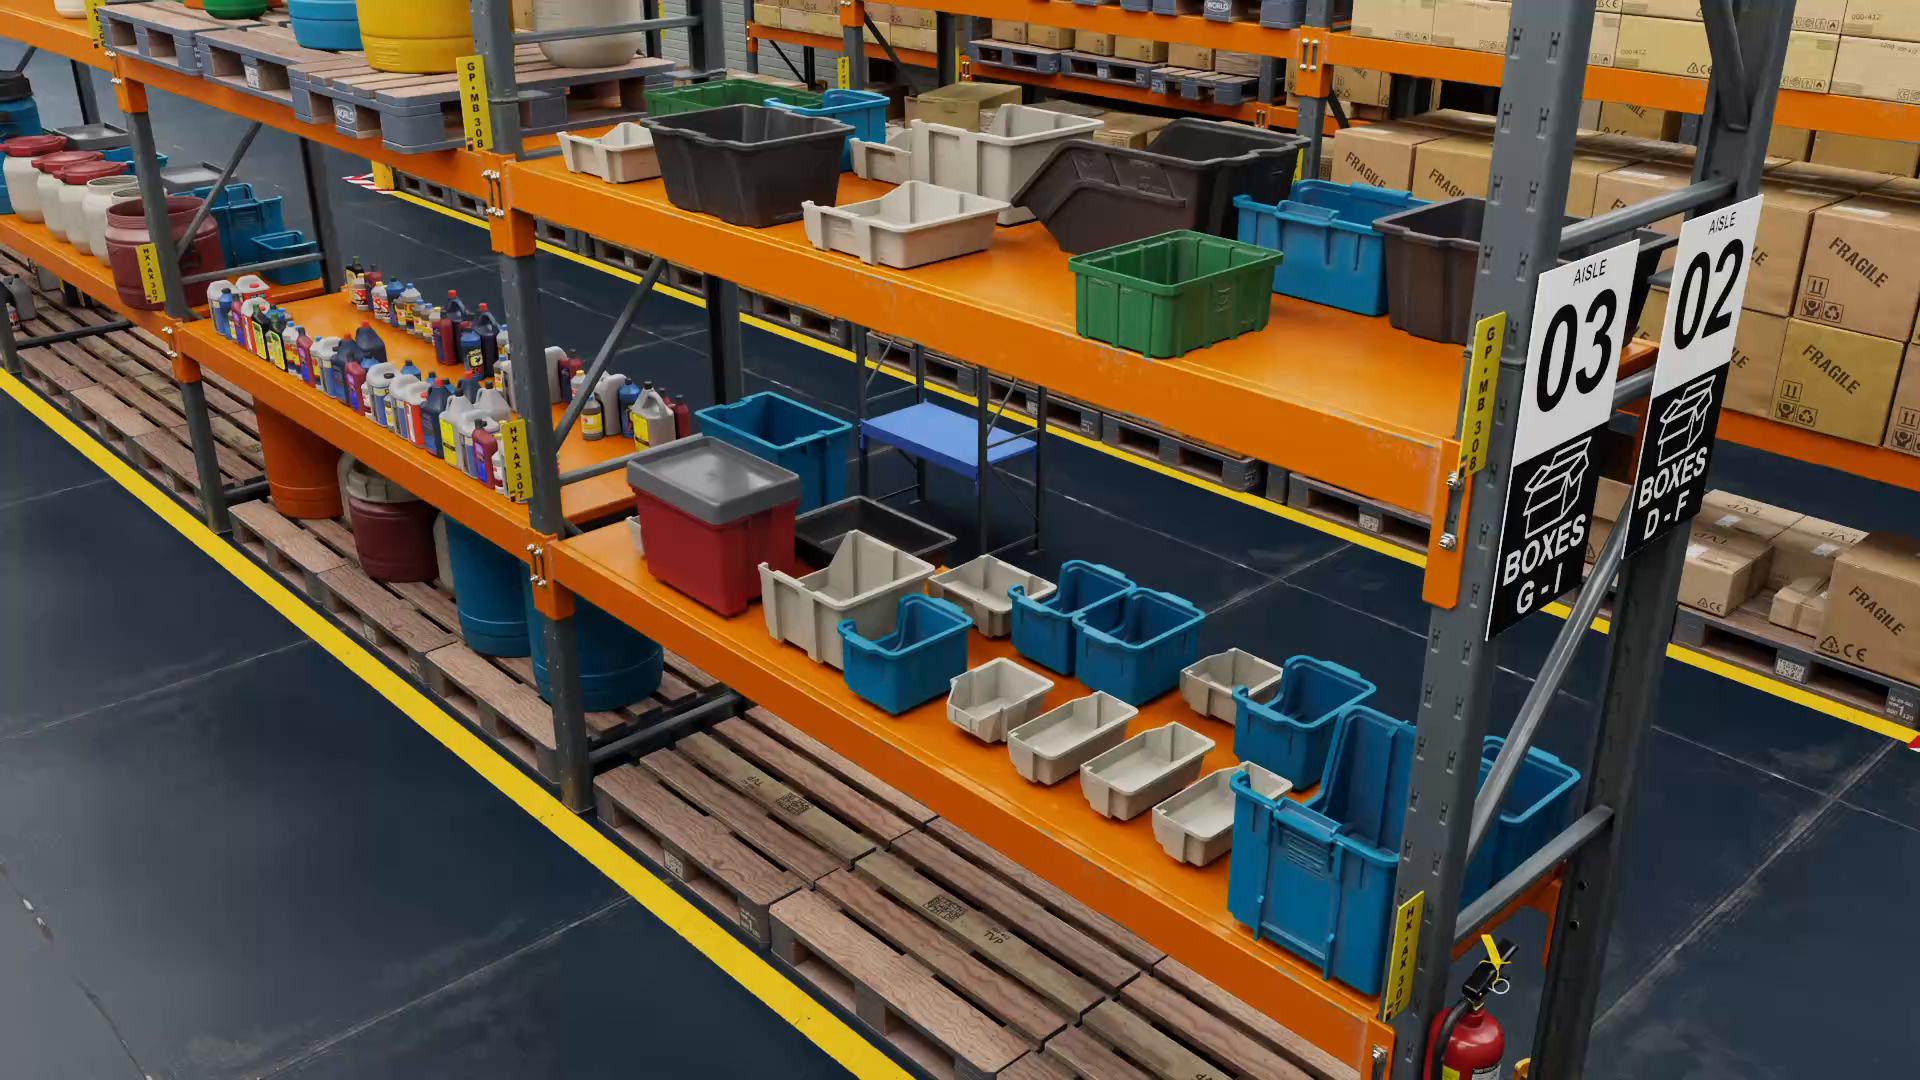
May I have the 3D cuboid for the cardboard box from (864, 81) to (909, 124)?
[{"bbox_3d":[-1.030,-5.201,20.019,0.500,0.500,0.700,21,32,39],"label":"cardboard box"}]

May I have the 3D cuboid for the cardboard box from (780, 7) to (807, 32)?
[{"bbox_3d":[-1.824,-6.332,20.173,0.500,0.250,0.500,-22,33,-40],"label":"cardboard box"}]

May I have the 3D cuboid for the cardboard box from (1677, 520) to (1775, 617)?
[{"bbox_3d":[3.852,0.131,8.632,0.500,0.250,0.500,-21,32,-38],"label":"cardboard box"}]

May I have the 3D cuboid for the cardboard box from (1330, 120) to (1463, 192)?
[{"bbox_3d":[2.414,-2.018,9.235,0.500,0.500,0.500,-20,31,-37],"label":"cardboard box"}]

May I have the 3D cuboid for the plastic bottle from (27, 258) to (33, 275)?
[{"bbox_3d":[-7.873,-2.390,14.118,0.061,0.283,0.133,-21,32,-38],"label":"plastic bottle"}]

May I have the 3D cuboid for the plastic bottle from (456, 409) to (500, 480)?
[{"bbox_3d":[-2.076,-0.419,7.203,0.152,0.276,0.135,-21,32,-38],"label":"plastic bottle"}]

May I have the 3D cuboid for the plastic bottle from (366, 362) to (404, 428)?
[{"bbox_3d":[-2.671,-0.682,7.781,0.152,0.276,0.135,-21,32,-38],"label":"plastic bottle"}]

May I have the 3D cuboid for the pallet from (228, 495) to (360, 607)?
[{"bbox_3d":[-3.486,-0.053,9.611,1.003,0.211,1.213,-21,32,-38],"label":"pallet"}]

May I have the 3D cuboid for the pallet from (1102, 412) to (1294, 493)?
[{"bbox_3d":[1.714,-0.708,11.047,1.003,0.211,1.213,-21,32,-38],"label":"pallet"}]

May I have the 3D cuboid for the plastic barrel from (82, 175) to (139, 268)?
[{"bbox_3d":[-5.202,-1.978,10.337,0.421,0.512,0.421,0,25,0],"label":"plastic barrel"}]

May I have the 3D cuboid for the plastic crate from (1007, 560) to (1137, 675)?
[{"bbox_3d":[0.379,0.266,5.682,0.416,0.233,0.300,-21,32,-38],"label":"plastic crate"}]

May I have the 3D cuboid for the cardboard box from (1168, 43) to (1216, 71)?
[{"bbox_3d":[2.446,-4.906,16.239,0.500,0.500,0.700,20,31,37],"label":"cardboard box"}]

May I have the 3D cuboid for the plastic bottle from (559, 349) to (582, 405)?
[{"bbox_3d":[-1.867,-0.785,7.997,0.061,0.283,0.133,-21,32,-38],"label":"plastic bottle"}]

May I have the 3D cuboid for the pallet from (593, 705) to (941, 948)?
[{"bbox_3d":[-0.790,1.144,6.988,1.003,0.211,1.213,-21,32,-38],"label":"pallet"}]

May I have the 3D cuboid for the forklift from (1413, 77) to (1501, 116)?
[{"bbox_3d":[3.388,-2.731,12.205,1.130,2.935,3.031,-20,31,-37],"label":"forklift"}]

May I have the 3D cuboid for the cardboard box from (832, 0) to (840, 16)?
[{"bbox_3d":[-1.144,-6.371,19.354,0.500,0.500,0.500,-20,31,-37],"label":"cardboard box"}]

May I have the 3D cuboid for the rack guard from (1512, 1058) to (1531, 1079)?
[{"bbox_3d":[1.439,2.016,4.728,1.175,0.500,0.348,-21,32,-38],"label":"rack guard"}]

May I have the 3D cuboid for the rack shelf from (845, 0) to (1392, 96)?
[{"bbox_3d":[0.930,-3.384,10.807,1.077,0.370,4.000,-21,32,-38],"label":"rack shelf"}]

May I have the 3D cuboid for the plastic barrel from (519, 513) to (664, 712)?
[{"bbox_3d":[-1.681,0.257,7.594,0.600,0.901,0.708,-21,32,-38],"label":"plastic barrel"}]

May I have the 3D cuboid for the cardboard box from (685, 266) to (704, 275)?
[{"bbox_3d":[-2.025,-2.446,14.305,0.500,0.250,0.500,-20,32,-38],"label":"cardboard box"}]

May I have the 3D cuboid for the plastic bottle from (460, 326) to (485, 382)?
[{"bbox_3d":[-2.448,-0.938,8.348,0.097,0.271,0.097,0,25,0],"label":"plastic bottle"}]

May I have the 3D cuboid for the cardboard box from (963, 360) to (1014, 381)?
[{"bbox_3d":[0.367,-1.486,11.875,0.500,0.500,0.500,-22,32,-39],"label":"cardboard box"}]

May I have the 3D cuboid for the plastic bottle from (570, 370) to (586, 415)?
[{"bbox_3d":[-1.802,-0.707,7.926,0.097,0.201,0.097,0,25,0],"label":"plastic bottle"}]

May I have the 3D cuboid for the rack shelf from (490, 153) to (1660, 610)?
[{"bbox_3d":[0.046,-0.768,5.072,1.077,0.370,4.000,-21,32,-38],"label":"rack shelf"}]

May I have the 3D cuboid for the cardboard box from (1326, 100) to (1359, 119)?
[{"bbox_3d":[3.518,-3.905,14.974,0.380,0.149,0.250,-20,31,-37],"label":"cardboard box"}]

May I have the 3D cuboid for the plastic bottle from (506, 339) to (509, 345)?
[{"bbox_3d":[-2.210,-0.920,8.308,0.097,0.271,0.097,0,25,0],"label":"plastic bottle"}]

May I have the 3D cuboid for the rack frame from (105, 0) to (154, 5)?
[{"bbox_3d":[-4.055,-4.278,8.285,1.000,3.000,0.127,-21,32,-38],"label":"rack frame"}]

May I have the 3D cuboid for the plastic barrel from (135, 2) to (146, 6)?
[{"bbox_3d":[-4.458,-3.452,9.484,0.600,0.901,0.600,0,25,0],"label":"plastic barrel"}]

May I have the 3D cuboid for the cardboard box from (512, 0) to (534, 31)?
[{"bbox_3d":[-3.825,-5.086,15.600,0.700,0.500,0.500,-21,32,-39],"label":"cardboard box"}]

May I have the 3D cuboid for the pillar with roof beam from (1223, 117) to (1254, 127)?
[{"bbox_3d":[-0.223,-6.506,13.170,9.100,9.000,0.400,-21,32,-38],"label":"pillar with roof beam"}]

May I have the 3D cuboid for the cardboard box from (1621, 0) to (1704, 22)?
[{"bbox_3d":[3.466,-2.590,7.777,0.500,0.250,0.500,-21,32,-38],"label":"cardboard box"}]

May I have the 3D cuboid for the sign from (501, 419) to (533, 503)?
[{"bbox_3d":[-1.724,-0.307,6.476,0.100,0.325,0.005,-21,32,-38],"label":"sign"}]

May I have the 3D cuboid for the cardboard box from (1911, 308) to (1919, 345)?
[{"bbox_3d":[4.526,-1.086,7.191,0.500,0.500,0.500,-22,32,-39],"label":"cardboard box"}]

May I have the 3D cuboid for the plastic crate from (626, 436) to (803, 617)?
[{"bbox_3d":[-0.894,-0.051,6.099,0.402,0.464,0.583,-21,32,-38],"label":"plastic crate"}]

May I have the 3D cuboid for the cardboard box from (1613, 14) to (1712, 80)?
[{"bbox_3d":[3.472,-2.365,7.886,0.500,0.250,0.500,-21,32,-38],"label":"cardboard box"}]

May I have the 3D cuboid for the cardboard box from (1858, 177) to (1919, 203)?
[{"bbox_3d":[4.557,-1.395,7.868,0.500,0.500,0.500,-21,32,-38],"label":"cardboard box"}]

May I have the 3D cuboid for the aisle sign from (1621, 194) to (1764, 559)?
[{"bbox_3d":[1.679,-0.370,3.815,0.394,0.787,0.004,-21,32,-38],"label":"aisle sign"}]

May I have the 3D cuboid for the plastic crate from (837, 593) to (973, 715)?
[{"bbox_3d":[-0.178,0.375,5.444,0.416,0.233,0.300,-21,32,-38],"label":"plastic crate"}]

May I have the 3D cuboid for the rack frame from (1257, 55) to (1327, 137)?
[{"bbox_3d":[3.176,-4.359,15.691,1.000,3.000,0.127,-21,32,-38],"label":"rack frame"}]

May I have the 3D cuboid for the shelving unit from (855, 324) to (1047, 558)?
[{"bbox_3d":[-0.058,-0.708,9.495,0.538,1.500,1.048,-21,32,-38],"label":"shelving unit"}]

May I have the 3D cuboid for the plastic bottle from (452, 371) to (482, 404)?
[{"bbox_3d":[-2.209,-0.597,7.503,0.144,0.351,0.185,-21,32,-38],"label":"plastic bottle"}]

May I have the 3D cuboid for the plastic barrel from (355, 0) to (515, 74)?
[{"bbox_3d":[-2.093,-2.197,6.605,0.600,0.588,0.600,0,25,0],"label":"plastic barrel"}]

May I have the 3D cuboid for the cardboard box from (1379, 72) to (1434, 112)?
[{"bbox_3d":[4.011,-4.017,14.439,0.500,0.500,0.500,-21,32,-39],"label":"cardboard box"}]

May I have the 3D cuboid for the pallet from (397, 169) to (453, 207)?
[{"bbox_3d":[-5.352,-3.888,18.018,1.003,0.211,1.213,-21,32,-38],"label":"pallet"}]

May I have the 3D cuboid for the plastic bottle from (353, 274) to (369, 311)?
[{"bbox_3d":[-3.402,-1.416,9.480,0.097,0.201,0.097,0,25,0],"label":"plastic bottle"}]

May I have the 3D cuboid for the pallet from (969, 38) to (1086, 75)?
[{"bbox_3d":[0.859,-5.211,17.789,1.003,0.211,1.213,-21,32,-38],"label":"pallet"}]

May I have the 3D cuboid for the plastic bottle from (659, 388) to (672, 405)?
[{"bbox_3d":[-1.352,-0.556,7.496,0.061,0.283,0.133,-21,32,-38],"label":"plastic bottle"}]

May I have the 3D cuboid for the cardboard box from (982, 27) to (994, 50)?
[{"bbox_3d":[0.278,-5.715,18.820,0.500,0.250,0.500,-21,32,-38],"label":"cardboard box"}]

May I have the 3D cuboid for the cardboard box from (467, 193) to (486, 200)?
[{"bbox_3d":[-4.677,-3.636,16.913,0.500,0.250,0.500,-21,32,-38],"label":"cardboard box"}]

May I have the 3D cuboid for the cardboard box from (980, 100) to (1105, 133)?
[{"bbox_3d":[0.562,-2.699,11.426,0.700,0.500,0.500,-15,28,-29],"label":"cardboard box"}]

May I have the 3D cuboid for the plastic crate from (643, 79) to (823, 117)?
[{"bbox_3d":[-0.811,-1.562,6.202,0.450,0.188,0.662,-21,32,-38],"label":"plastic crate"}]

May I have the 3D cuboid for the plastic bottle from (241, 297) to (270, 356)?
[{"bbox_3d":[-3.679,-1.129,8.760,0.152,0.276,0.135,-21,32,-38],"label":"plastic bottle"}]

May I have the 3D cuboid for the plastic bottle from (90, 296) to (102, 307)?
[{"bbox_3d":[-6.928,-2.032,13.343,0.152,0.276,0.135,-20,31,-37],"label":"plastic bottle"}]

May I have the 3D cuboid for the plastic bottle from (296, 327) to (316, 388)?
[{"bbox_3d":[-3.239,-0.910,8.270,0.061,0.283,0.133,-21,32,-38],"label":"plastic bottle"}]

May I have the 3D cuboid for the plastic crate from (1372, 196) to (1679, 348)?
[{"bbox_3d":[1.353,-0.626,4.051,0.497,0.269,0.590,-21,32,-38],"label":"plastic crate"}]

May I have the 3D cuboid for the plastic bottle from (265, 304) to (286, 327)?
[{"bbox_3d":[-3.576,-1.101,8.705,0.097,0.271,0.097,0,25,0],"label":"plastic bottle"}]

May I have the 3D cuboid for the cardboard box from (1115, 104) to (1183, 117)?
[{"bbox_3d":[1.947,-4.311,17.165,0.500,0.250,0.500,-21,32,-39],"label":"cardboard box"}]

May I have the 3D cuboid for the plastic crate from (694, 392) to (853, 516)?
[{"bbox_3d":[-0.753,-0.312,6.767,0.392,0.384,0.575,-21,32,-38],"label":"plastic crate"}]
